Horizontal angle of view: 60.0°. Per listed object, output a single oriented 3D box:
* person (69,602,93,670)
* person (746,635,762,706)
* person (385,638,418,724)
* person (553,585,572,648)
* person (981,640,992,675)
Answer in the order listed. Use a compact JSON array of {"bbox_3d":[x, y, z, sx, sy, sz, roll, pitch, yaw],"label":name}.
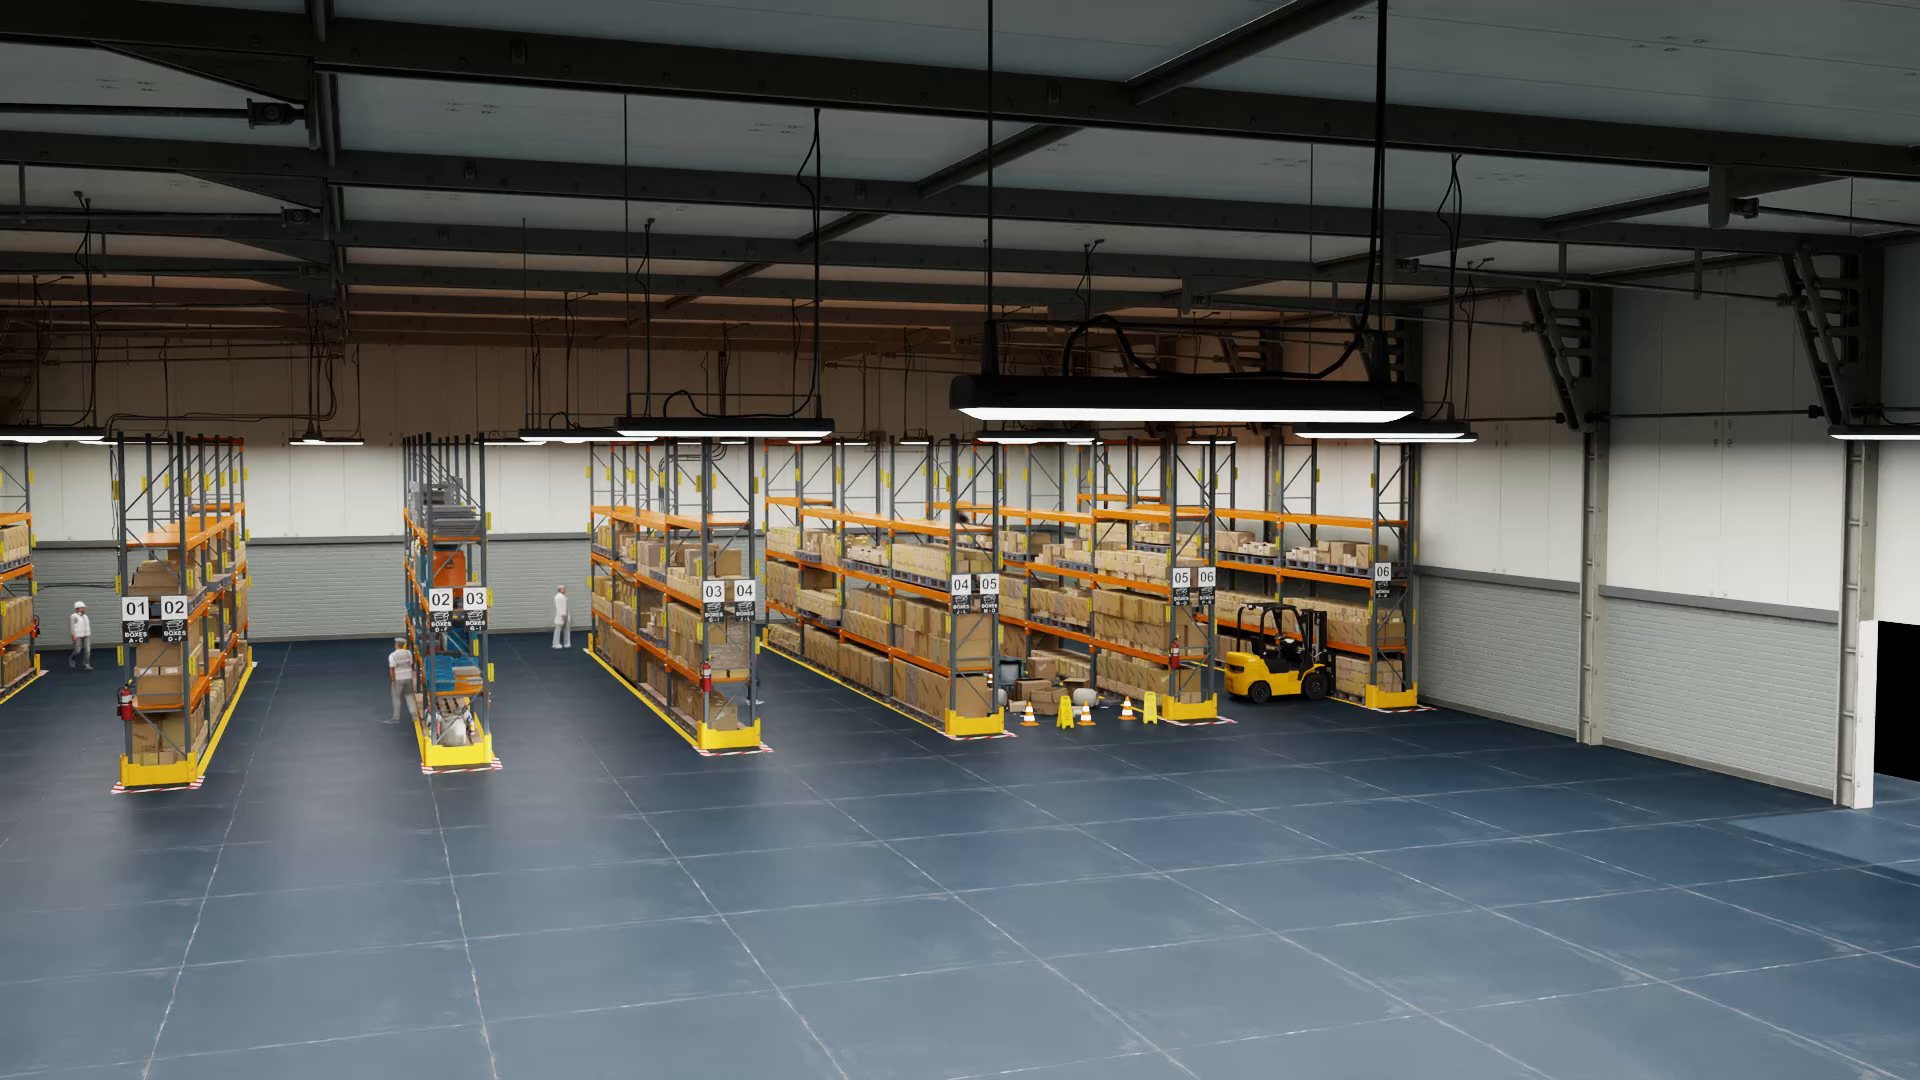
[{"bbox_3d":[-22.620,2.463,42.703,0.569,1.761,0.548,2,4,35],"label":"person"},{"bbox_3d":[-4.606,2.885,37.063,0.358,1.593,0.477,0,3,-7],"label":"person"},{"bbox_3d":[-11.592,2.930,34.534,0.437,1.768,0.617,3,4,40],"label":"person"},{"bbox_3d":[-11.398,2.192,47.738,0.488,1.790,0.594,1,3,25],"label":"person"},{"bbox_3d":[0.595,2.574,41.683,0.440,1.699,0.593,-2,4,-34],"label":"person"}]
